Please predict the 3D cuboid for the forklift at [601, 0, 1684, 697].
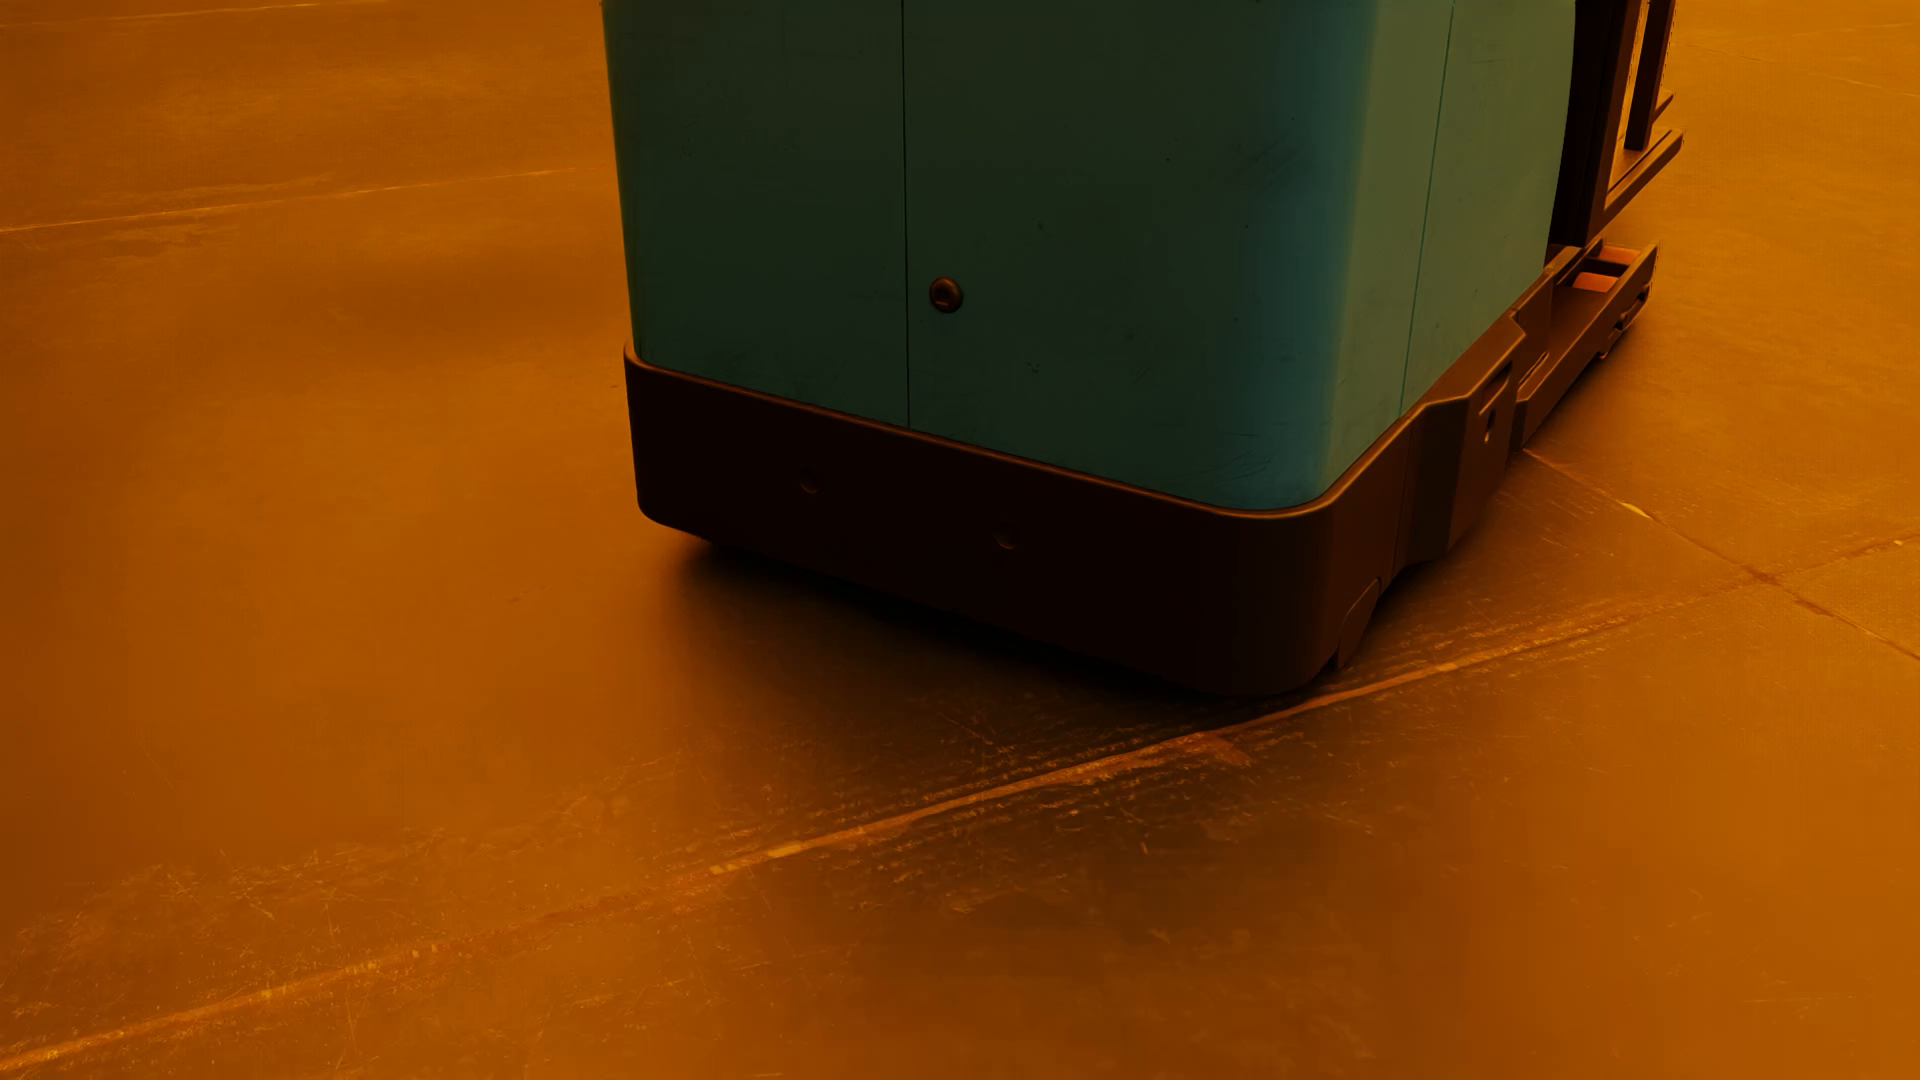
[{"bbox_3d":[0.729,-1.747,2.695,1.130,2.935,3.031,16,31,28],"label":"forklift"}]
